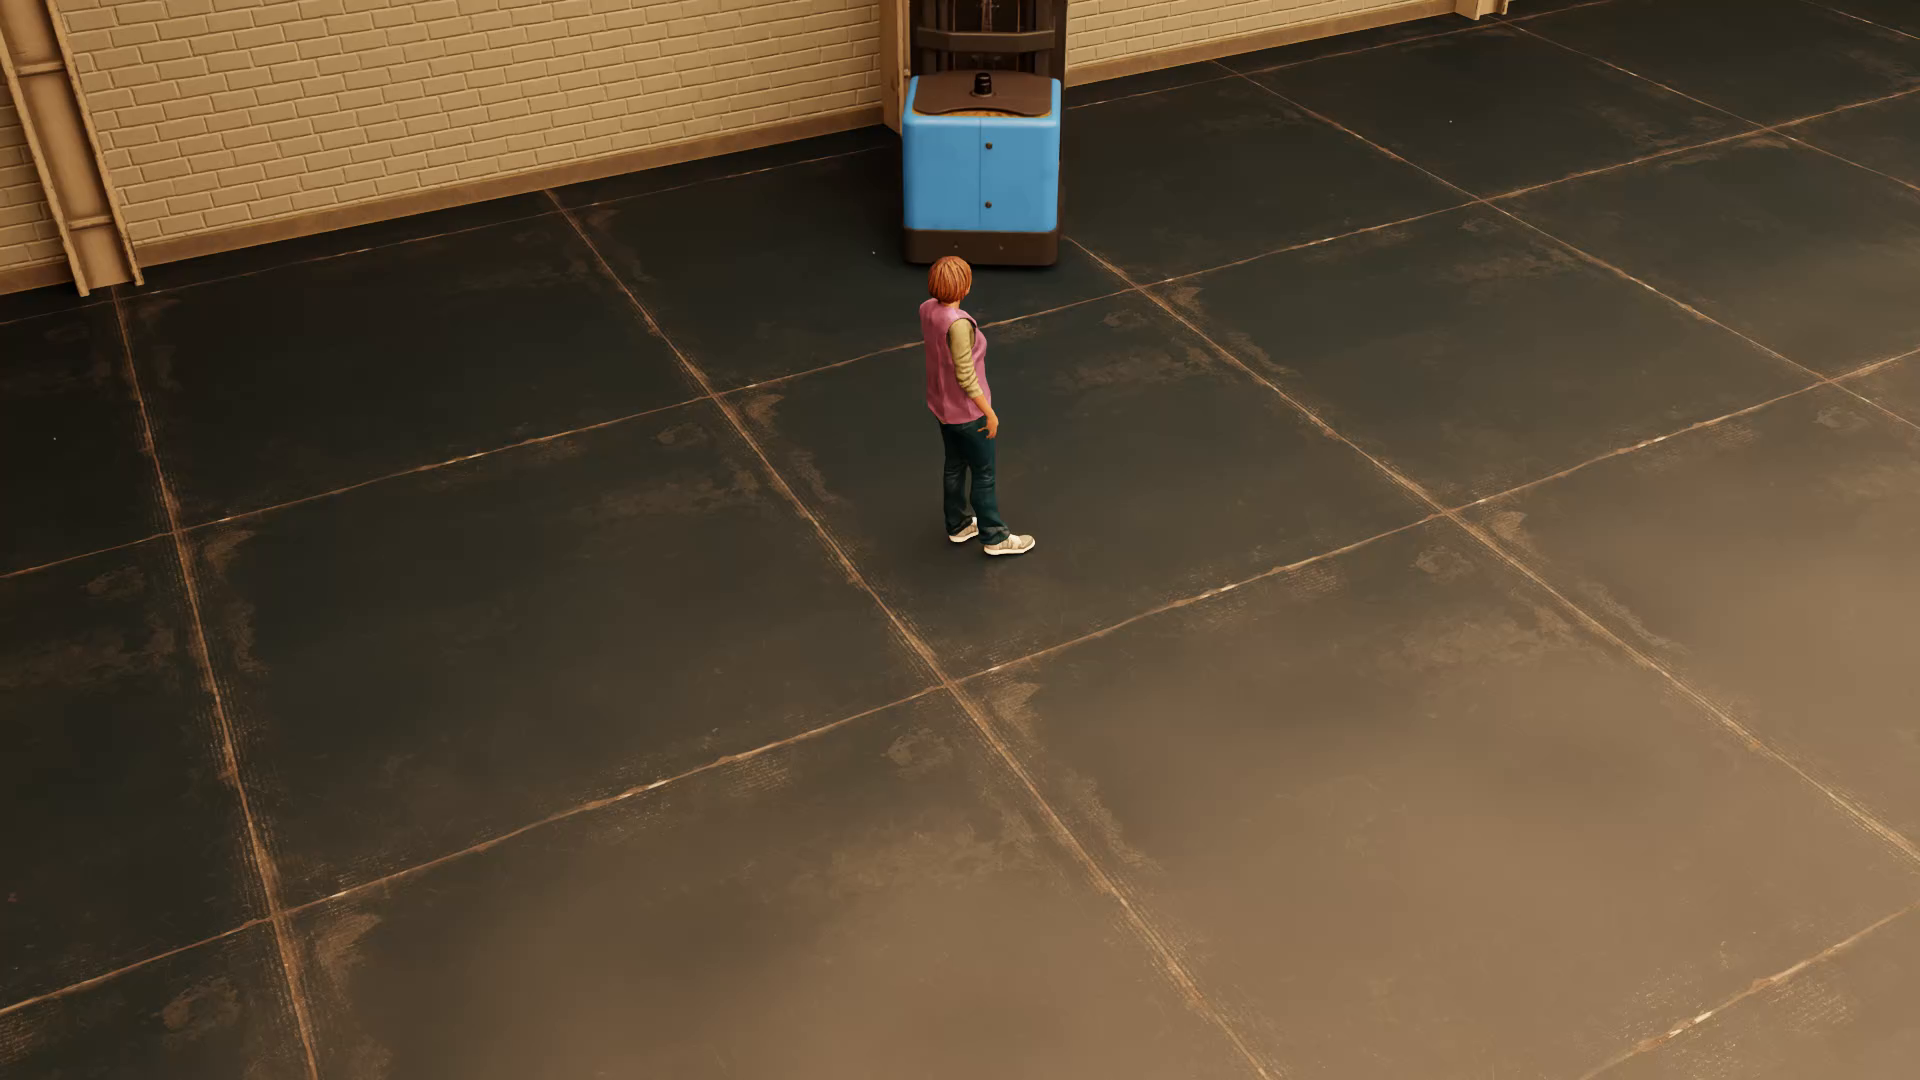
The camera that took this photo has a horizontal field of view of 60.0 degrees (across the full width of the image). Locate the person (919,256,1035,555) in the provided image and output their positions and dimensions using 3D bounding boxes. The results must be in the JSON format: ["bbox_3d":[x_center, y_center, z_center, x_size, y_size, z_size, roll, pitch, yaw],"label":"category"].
[{"bbox_3d":[0.073,-0.671,8.215,0.473,1.599,0.520,-17,39,-23],"label":"person"}]

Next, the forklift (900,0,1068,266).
[{"bbox_3d":[0.207,-3.859,11.582,1.130,2.935,3.031,2,35,2],"label":"forklift"}]
